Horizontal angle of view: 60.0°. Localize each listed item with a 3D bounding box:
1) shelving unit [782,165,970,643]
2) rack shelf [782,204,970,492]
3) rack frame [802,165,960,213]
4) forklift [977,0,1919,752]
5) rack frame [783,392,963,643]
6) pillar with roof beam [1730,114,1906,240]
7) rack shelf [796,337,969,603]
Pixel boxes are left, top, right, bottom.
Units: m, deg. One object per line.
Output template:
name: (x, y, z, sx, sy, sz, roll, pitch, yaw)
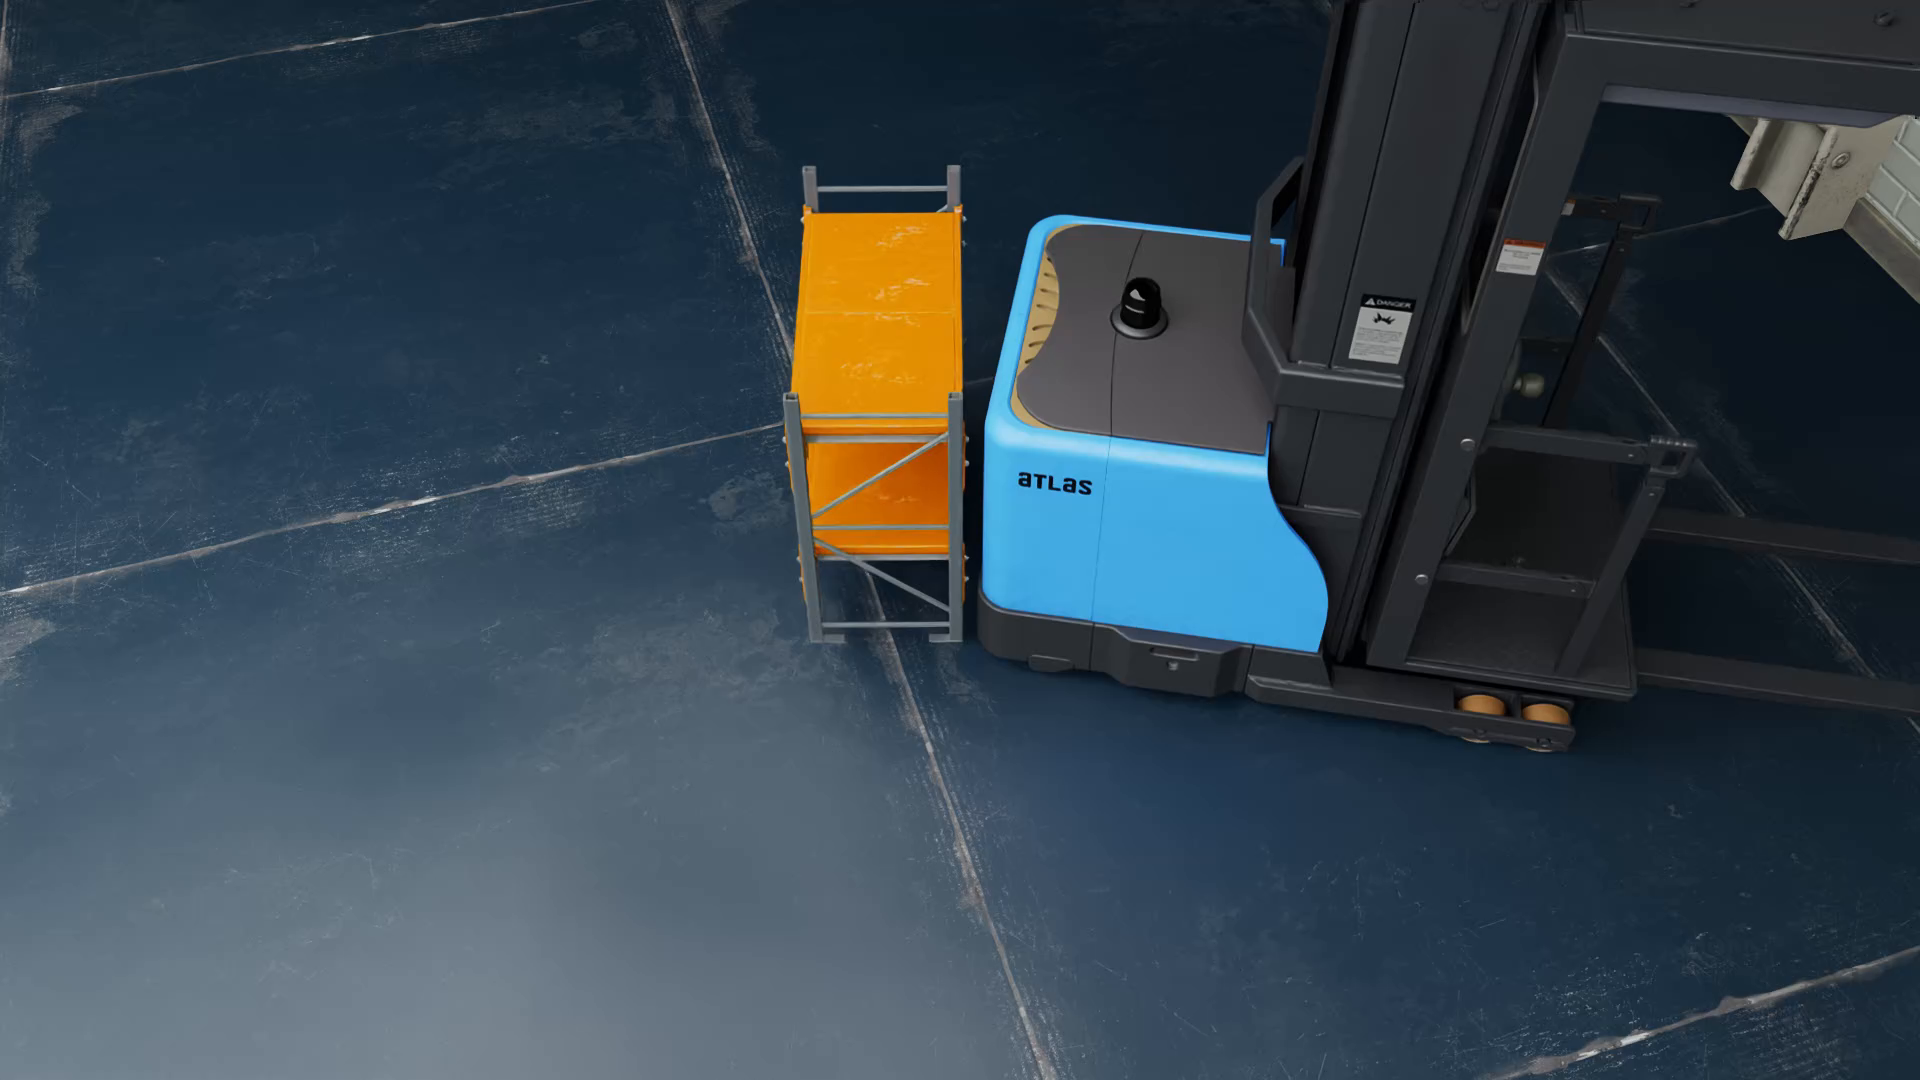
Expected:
shelving unit: (-0.245, -0.425, 5.373, 0.538, 1.125, 1.048, 0, 50, 0)
rack shelf: (-0.245, -0.614, 5.149, 0.538, 0.278, 1.000, 0, 50, 0)
rack frame: (-0.249, -0.814, 5.700, 0.500, 1.125, 0.032, 0, 50, 0)
forklift: (1.622, -0.726, 4.445, 3.031, 2.935, 1.130, 8, 50, 6)
rack frame: (-0.241, -0.037, 5.045, 0.500, 1.125, 0.032, 0, 50, 0)
pillar with roof beam: (-0.659, -3.327, 2.669, 9.100, 9.000, 0.400, -13, 51, -11)
rack shelf: (-0.245, -0.268, 5.560, 0.538, 0.278, 1.000, 0, 50, 0)
